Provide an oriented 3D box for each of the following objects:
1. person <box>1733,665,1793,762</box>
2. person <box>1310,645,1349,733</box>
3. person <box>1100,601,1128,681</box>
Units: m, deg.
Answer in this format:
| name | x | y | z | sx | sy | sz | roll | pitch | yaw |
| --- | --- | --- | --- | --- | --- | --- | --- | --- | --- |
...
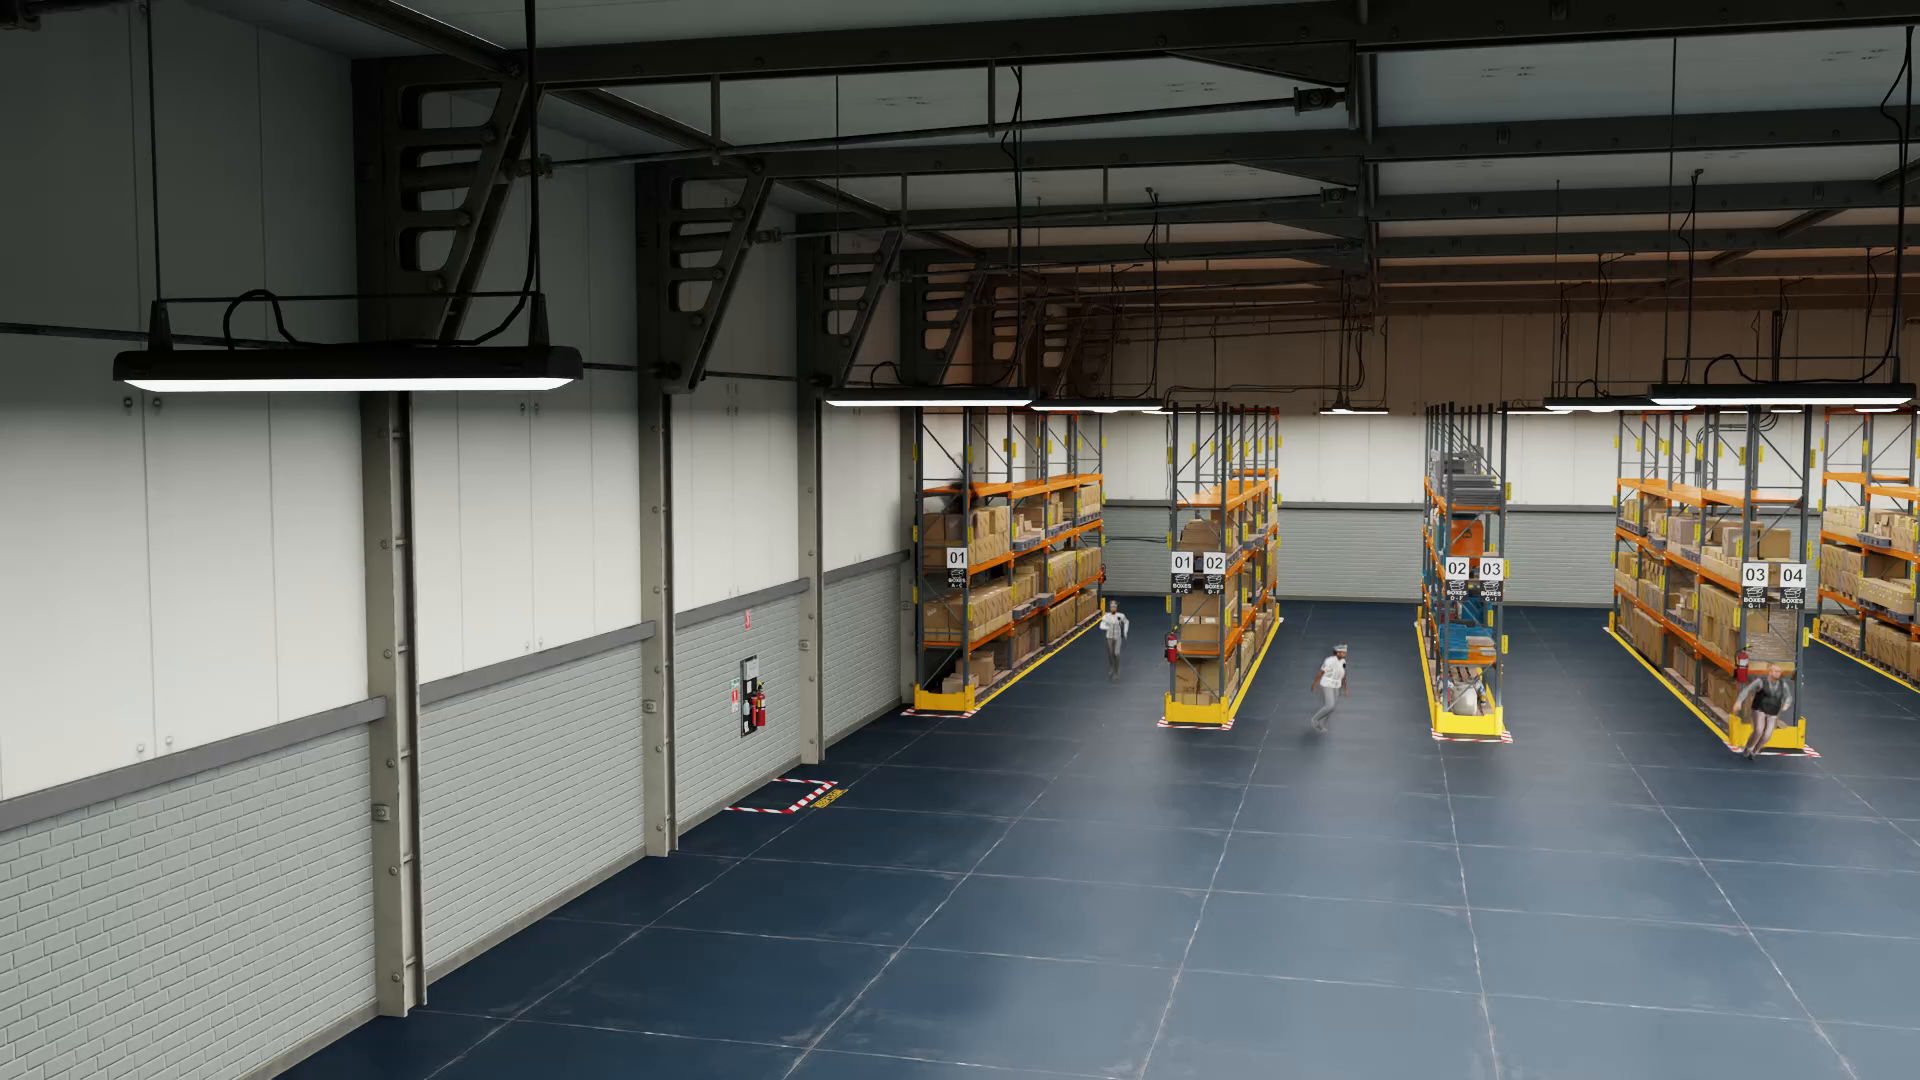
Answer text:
| name | x | y | z | sx | sy | sz | roll | pitch | yaw |
| --- | --- | --- | --- | --- | --- | --- | --- | --- | --- |
| person | 13.392 | 2.895 | 27.605 | 0.843 | 1.647 | 0.639 | 0 | 4 | -2 |
| person | 6.711 | 2.697 | 30.168 | 0.599 | 1.628 | 0.566 | -3 | 5 | -39 |
| person | 3.369 | 2.185 | 36.406 | 0.588 | 1.736 | 0.845 | 1 | 4 | 12 |
